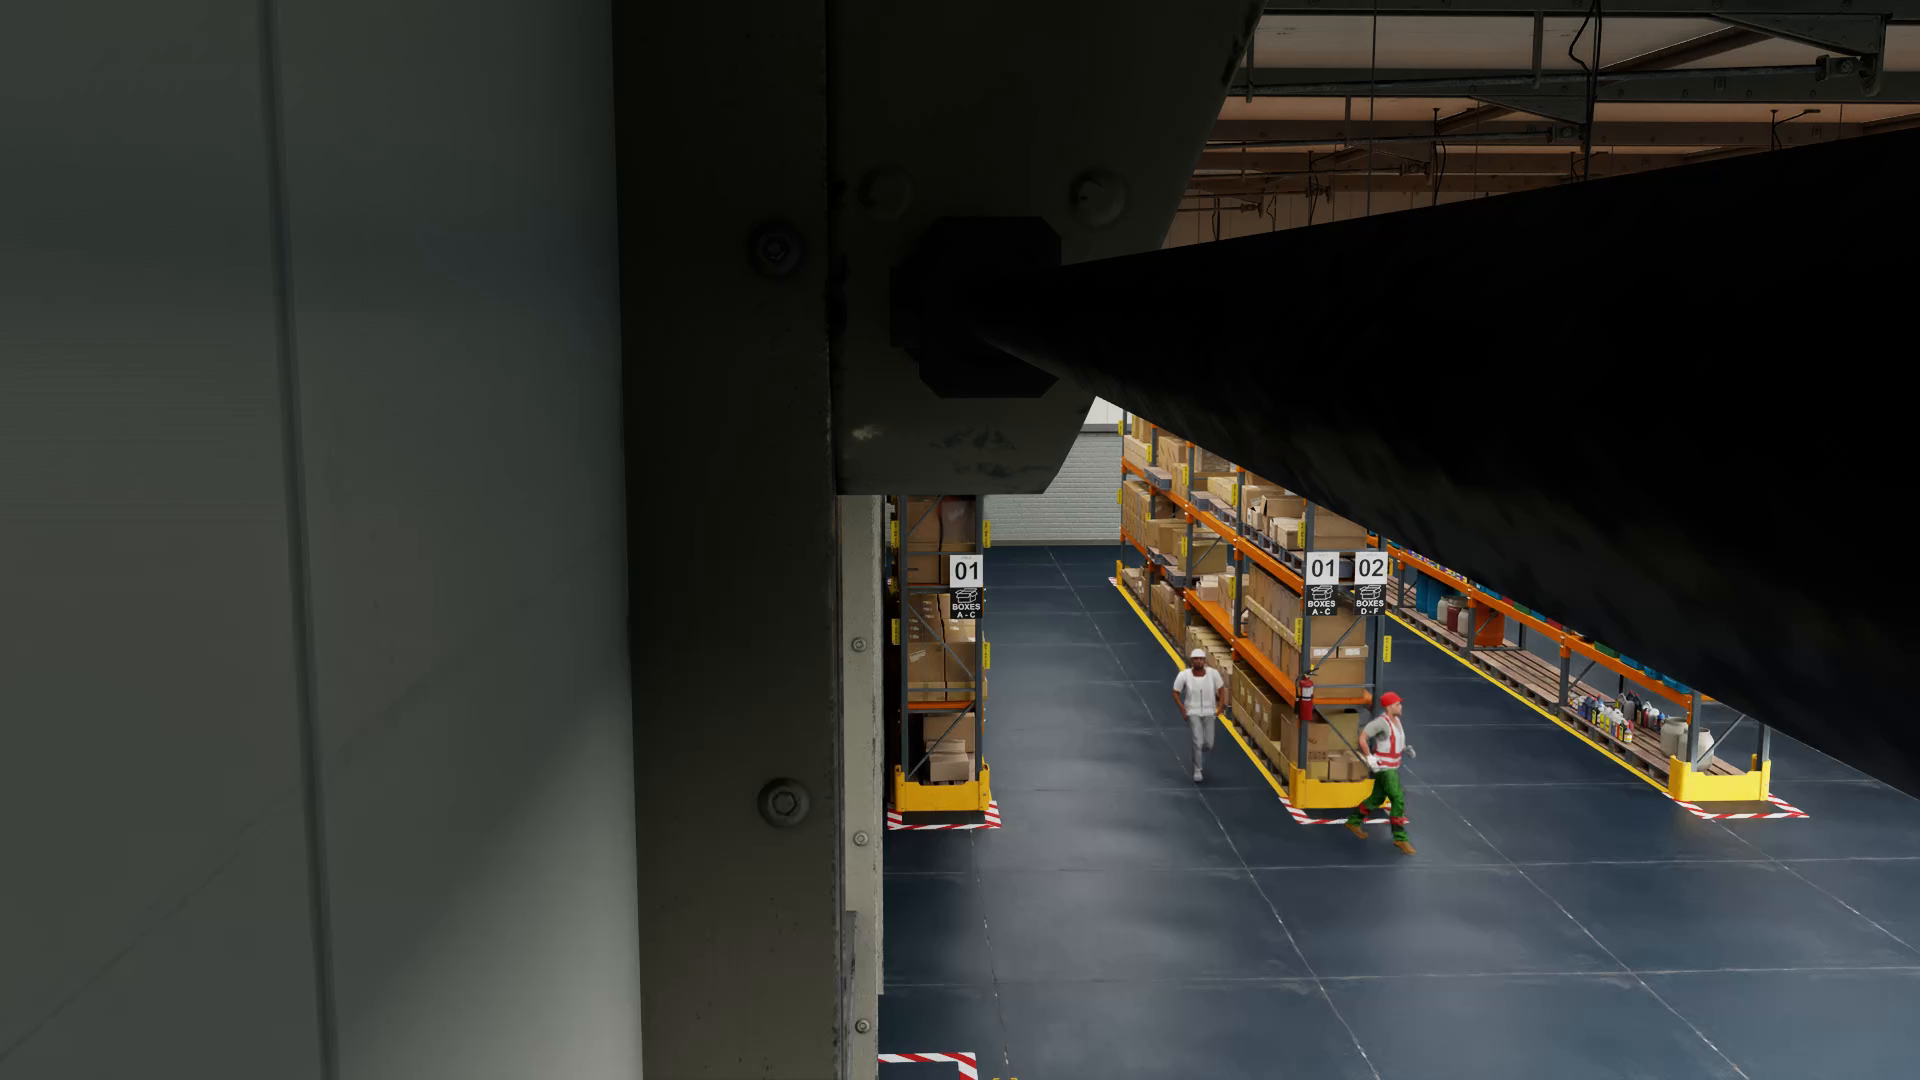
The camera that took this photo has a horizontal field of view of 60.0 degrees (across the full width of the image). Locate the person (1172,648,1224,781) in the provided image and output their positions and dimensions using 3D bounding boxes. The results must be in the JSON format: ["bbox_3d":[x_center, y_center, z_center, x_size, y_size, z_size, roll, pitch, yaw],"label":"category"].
[{"bbox_3d":[3.142,2.269,21.899,0.693,1.732,0.561,0,8,-3],"label":"person"}]

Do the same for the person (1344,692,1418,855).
[{"bbox_3d":[4.894,2.642,19.140,0.886,1.827,0.677,5,10,29],"label":"person"}]
